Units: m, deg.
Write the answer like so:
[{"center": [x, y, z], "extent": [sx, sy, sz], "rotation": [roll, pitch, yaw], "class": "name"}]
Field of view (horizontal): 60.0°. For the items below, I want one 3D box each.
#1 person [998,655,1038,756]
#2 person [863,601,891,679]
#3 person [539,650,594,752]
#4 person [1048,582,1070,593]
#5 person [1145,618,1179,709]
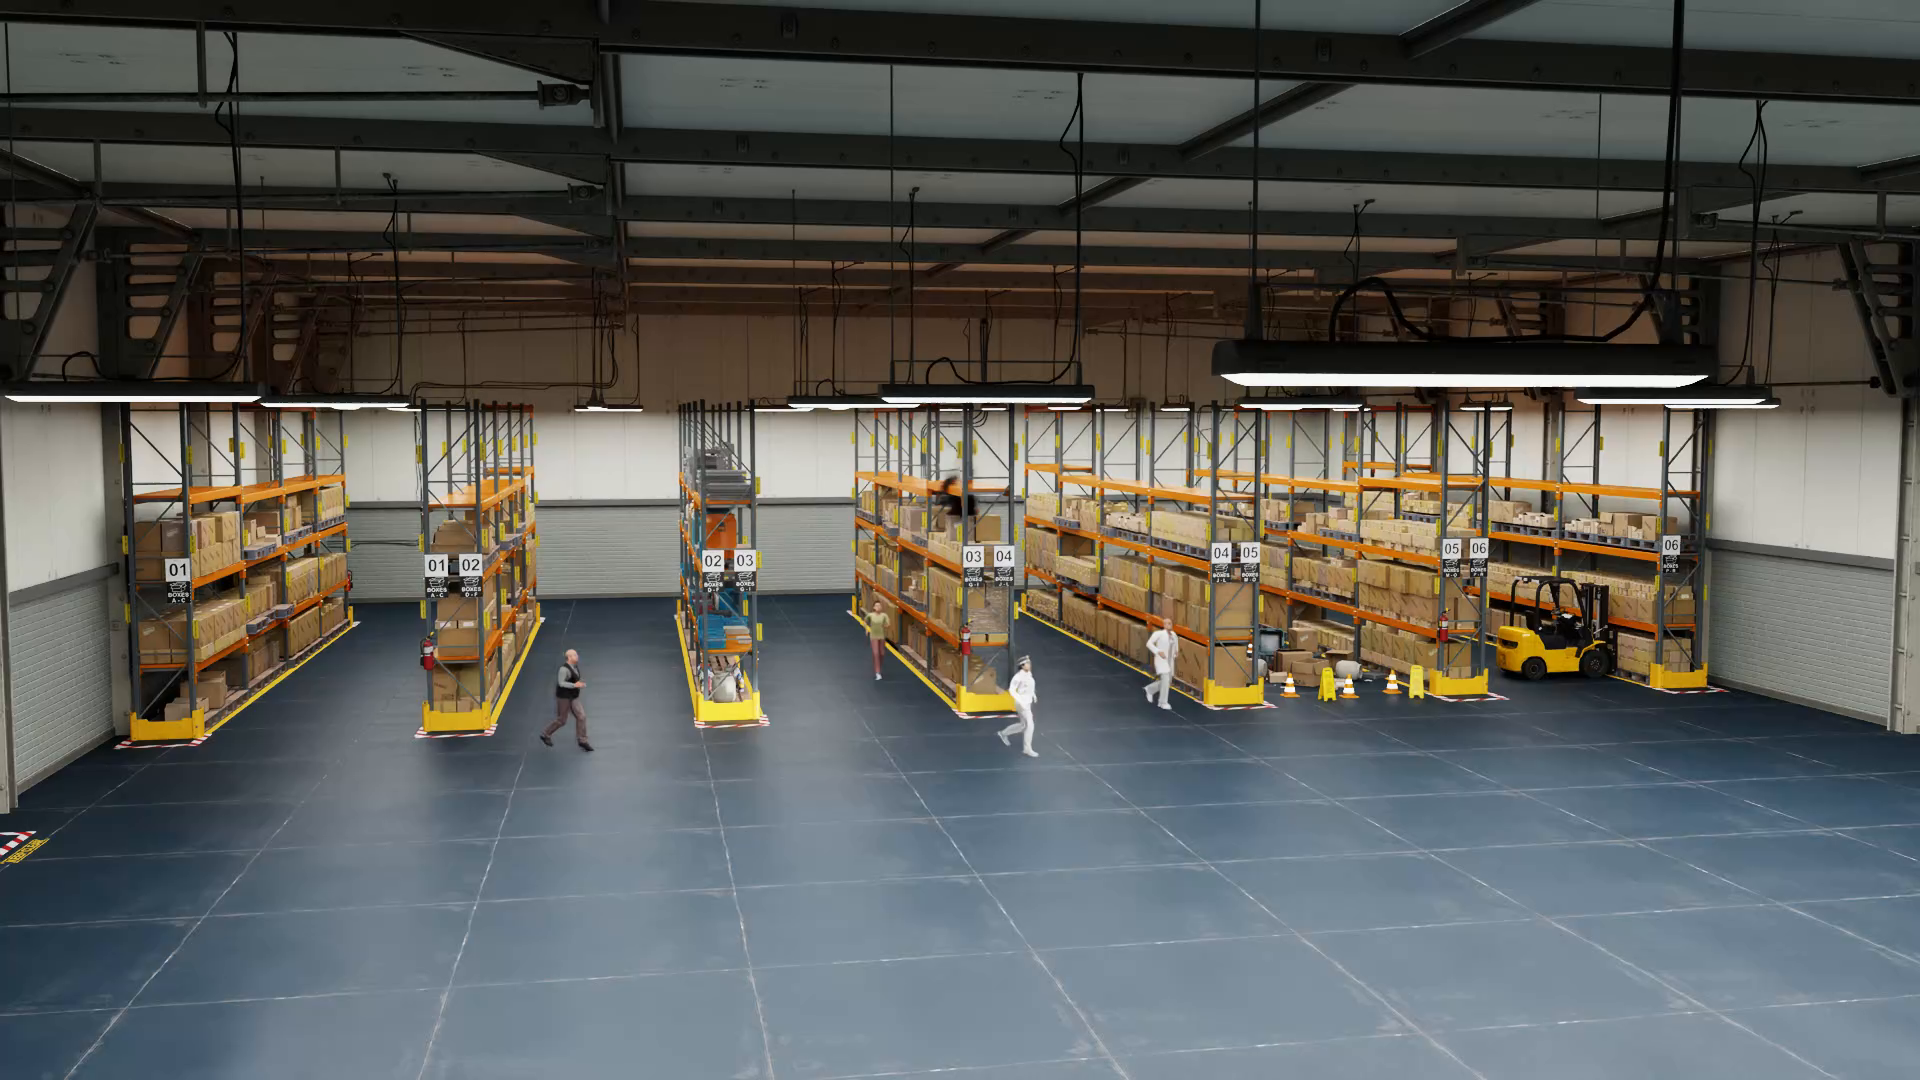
[{"center": [0.997, 2.772, 28.052], "extent": [0.733, 1.705, 0.618], "rotation": [2, 5, 25], "class": "person"}, {"center": [-1.783, 2.140, 36.103], "extent": [0.574, 1.655, 0.969], "rotation": [-1, 4, -14], "class": "person"}, {"center": [-6.693, 2.732, 28.309], "extent": [0.960, 1.751, 0.678], "rotation": [1, 4, 12], "class": "person"}, {"center": [2.939, 1.075, 50.127], "extent": [0.823, 1.763, 0.690], "rotation": [0, 4, -3], "class": "person"}, {"center": [3.995, 2.417, 32.687], "extent": [0.754, 1.744, 0.810], "rotation": [-3, 5, -35], "class": "person"}]
